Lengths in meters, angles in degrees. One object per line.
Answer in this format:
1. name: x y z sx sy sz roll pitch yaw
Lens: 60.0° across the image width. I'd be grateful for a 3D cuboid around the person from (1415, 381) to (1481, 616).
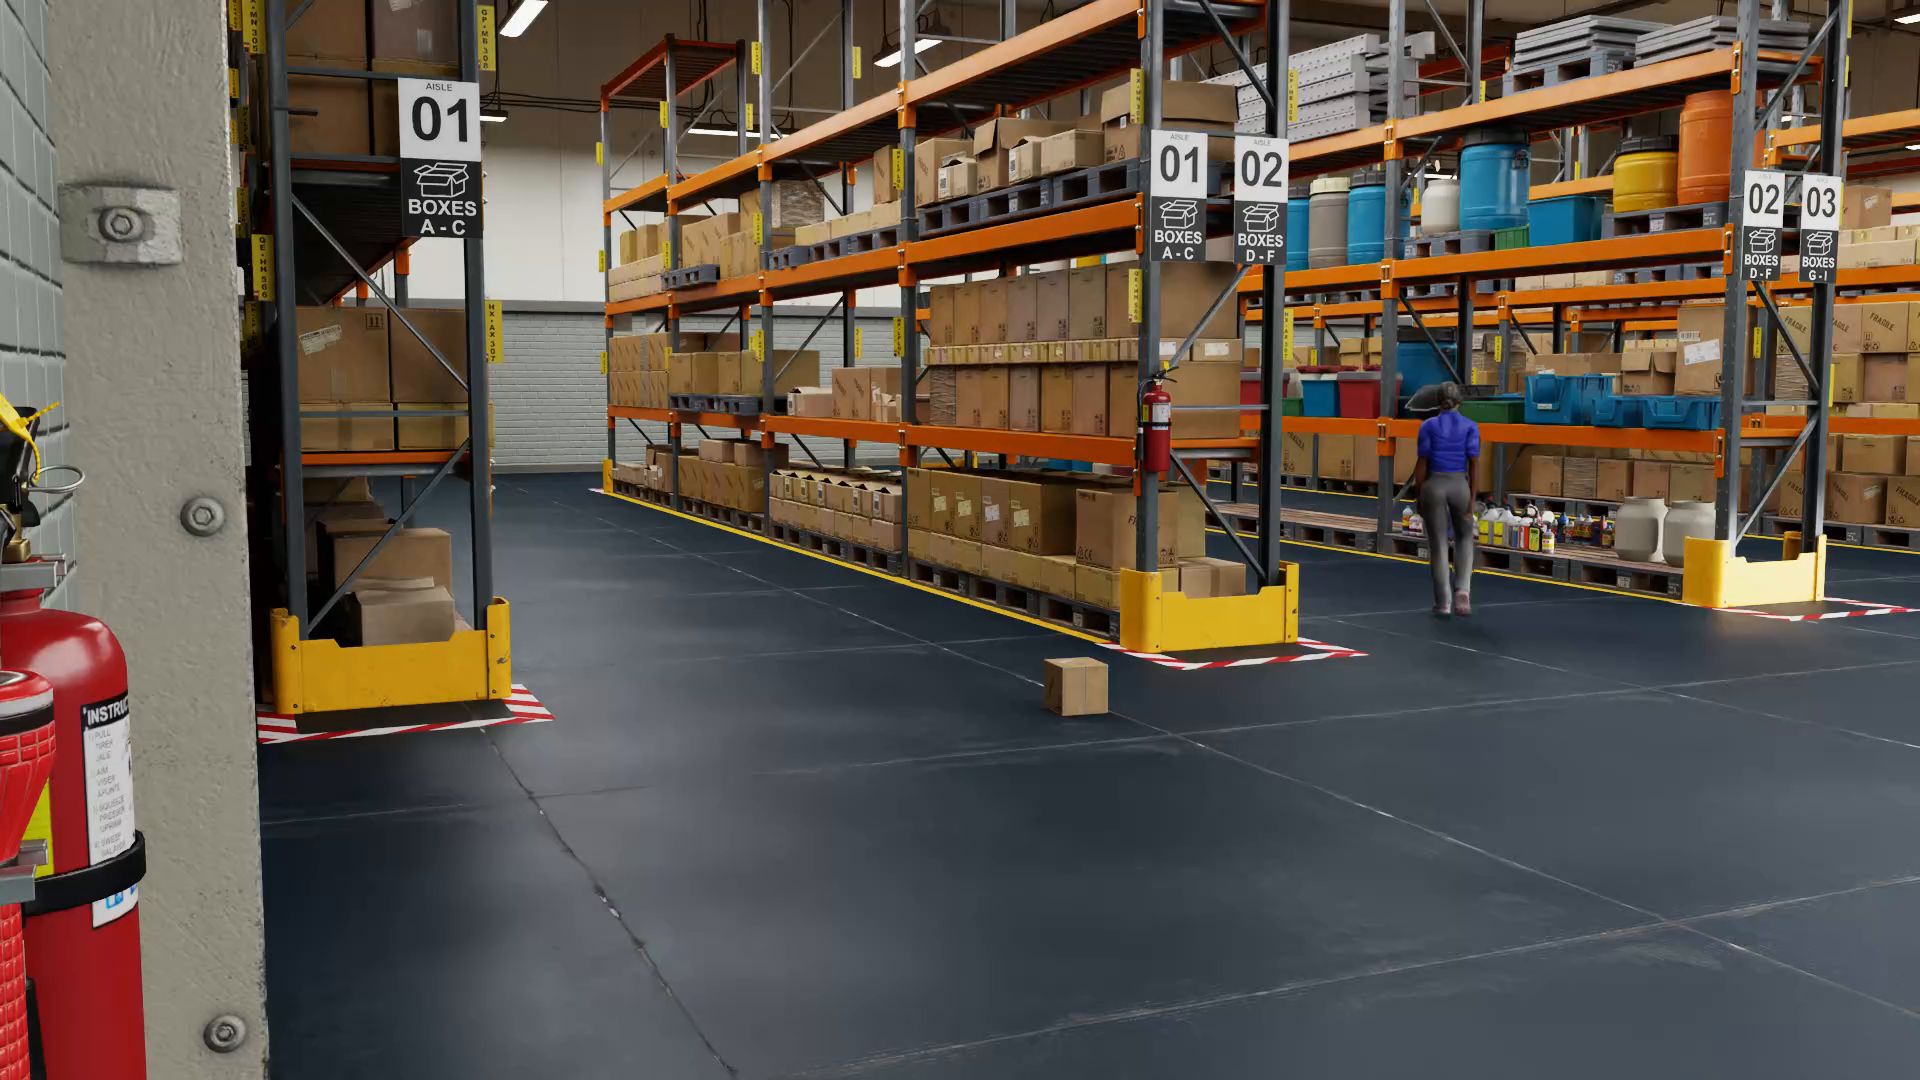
1. person: 3.459 -0.279 11.827 0.432 1.696 0.476 1 6 12
